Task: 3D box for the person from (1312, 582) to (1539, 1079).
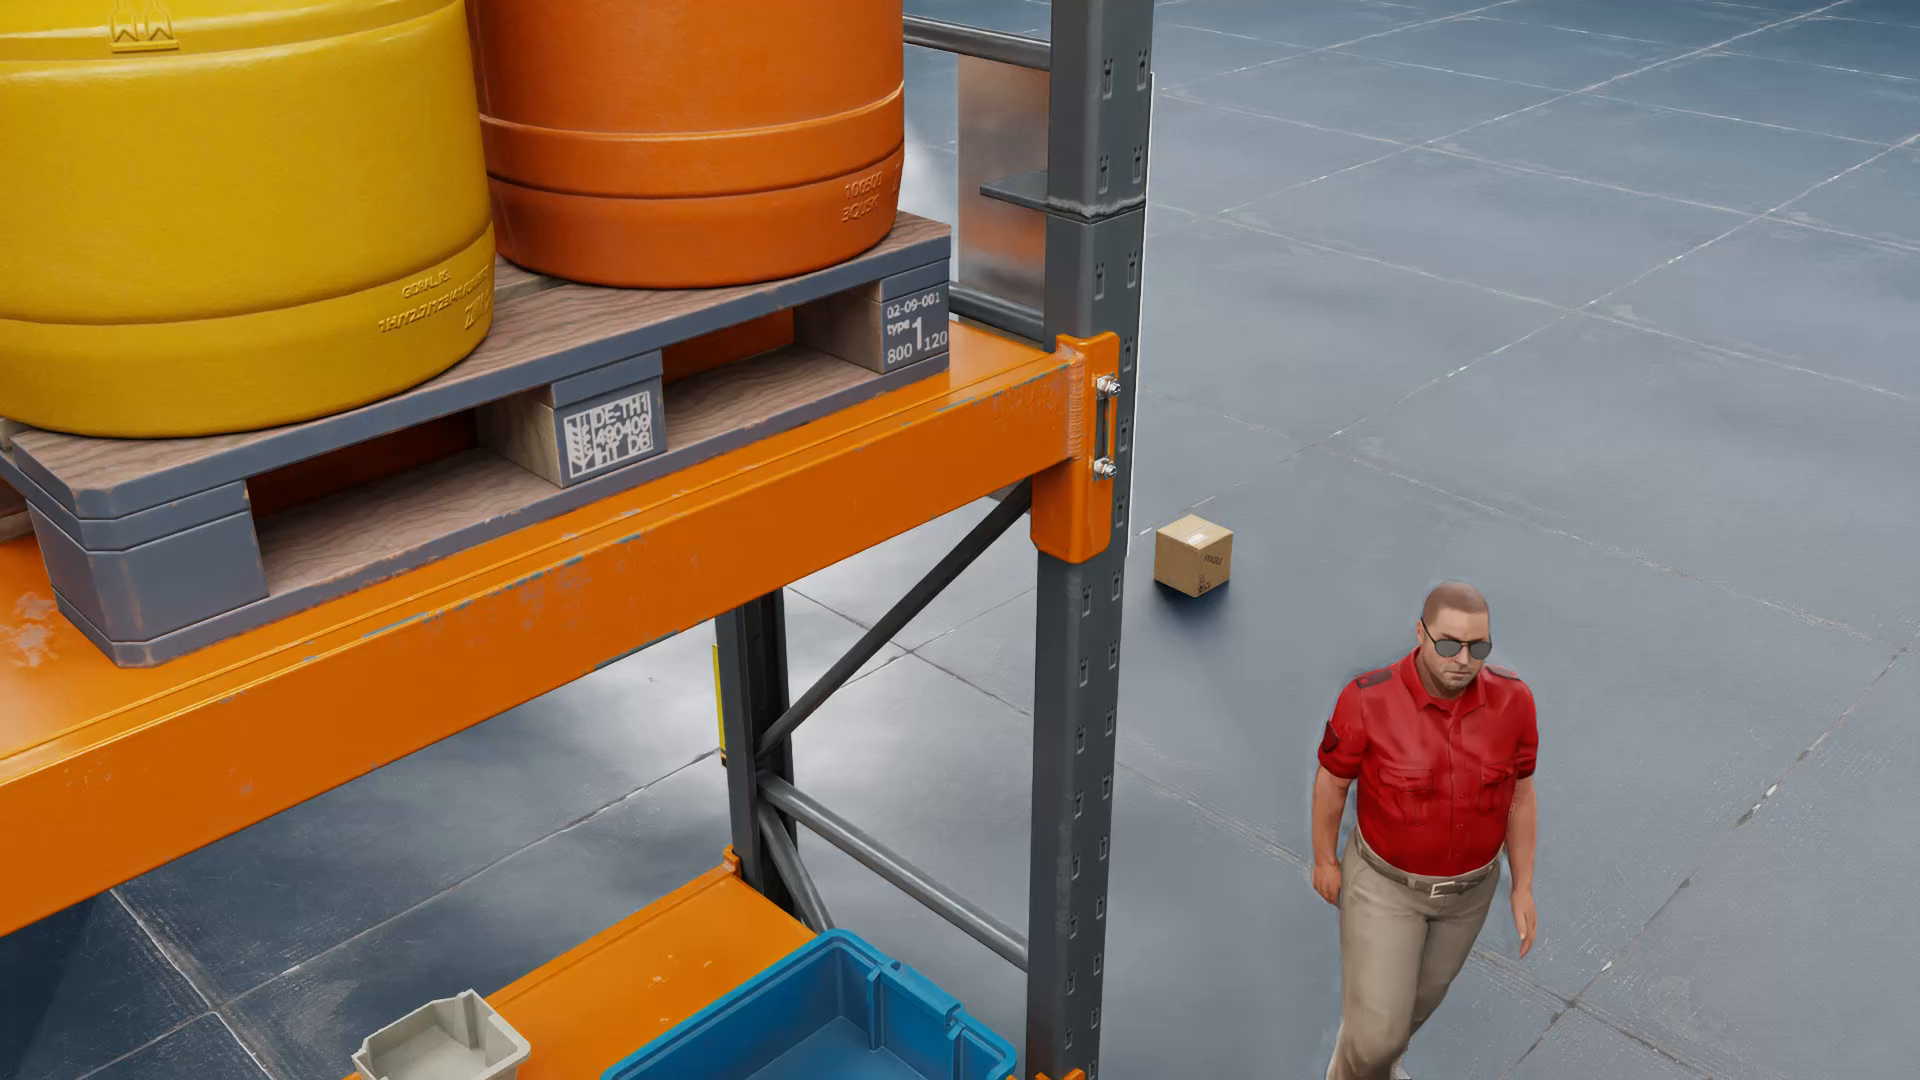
[{"bbox_3d":[1.212,0.938,4.380,0.548,1.797,0.516,-4,28,-7],"label":"person"}]
